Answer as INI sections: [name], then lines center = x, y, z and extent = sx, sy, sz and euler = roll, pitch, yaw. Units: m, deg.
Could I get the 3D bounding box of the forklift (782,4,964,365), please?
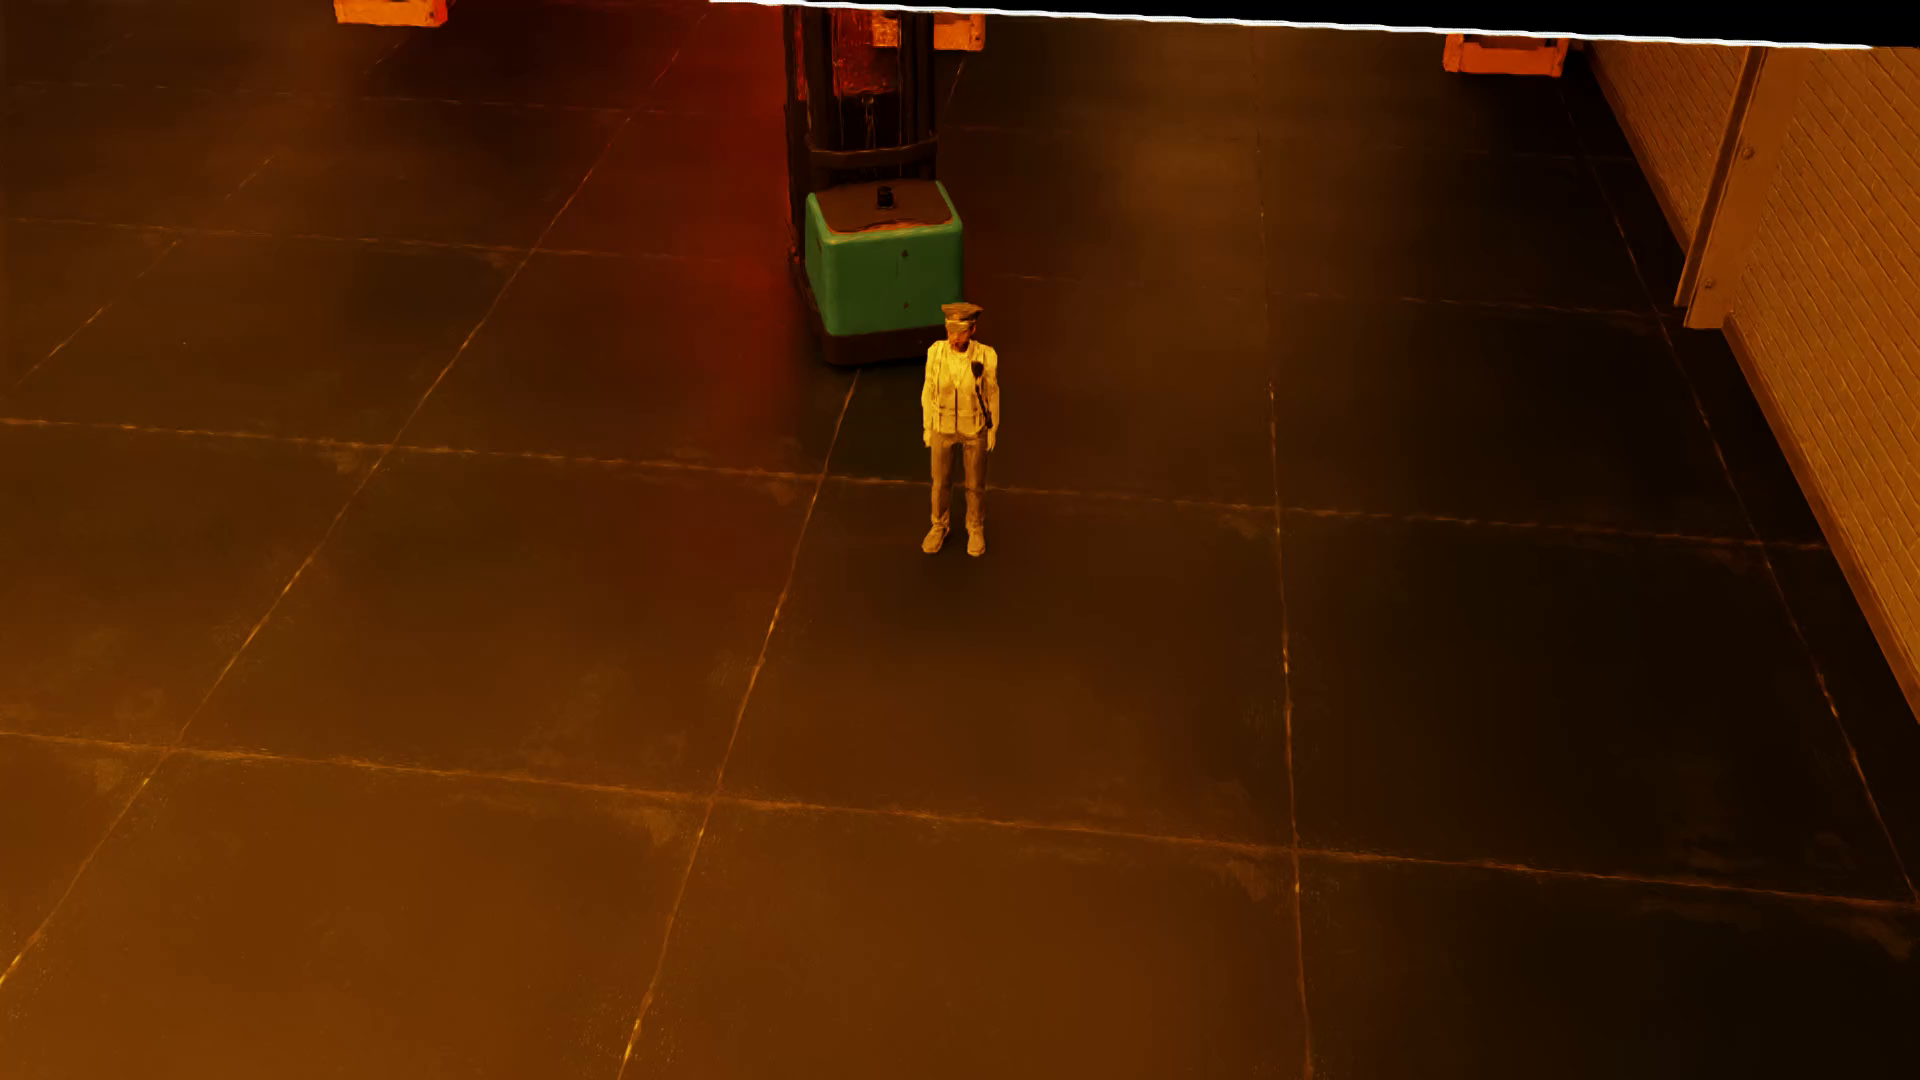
[forklift]
center = -0.783, -3.328, 12.545
extent = 1.130, 2.935, 3.031
euler = -8, 37, -10

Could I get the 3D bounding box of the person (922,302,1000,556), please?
[person]
center = -0.001, -0.670, 9.988
extent = 0.463, 1.692, 0.337
euler = 4, 37, 6
